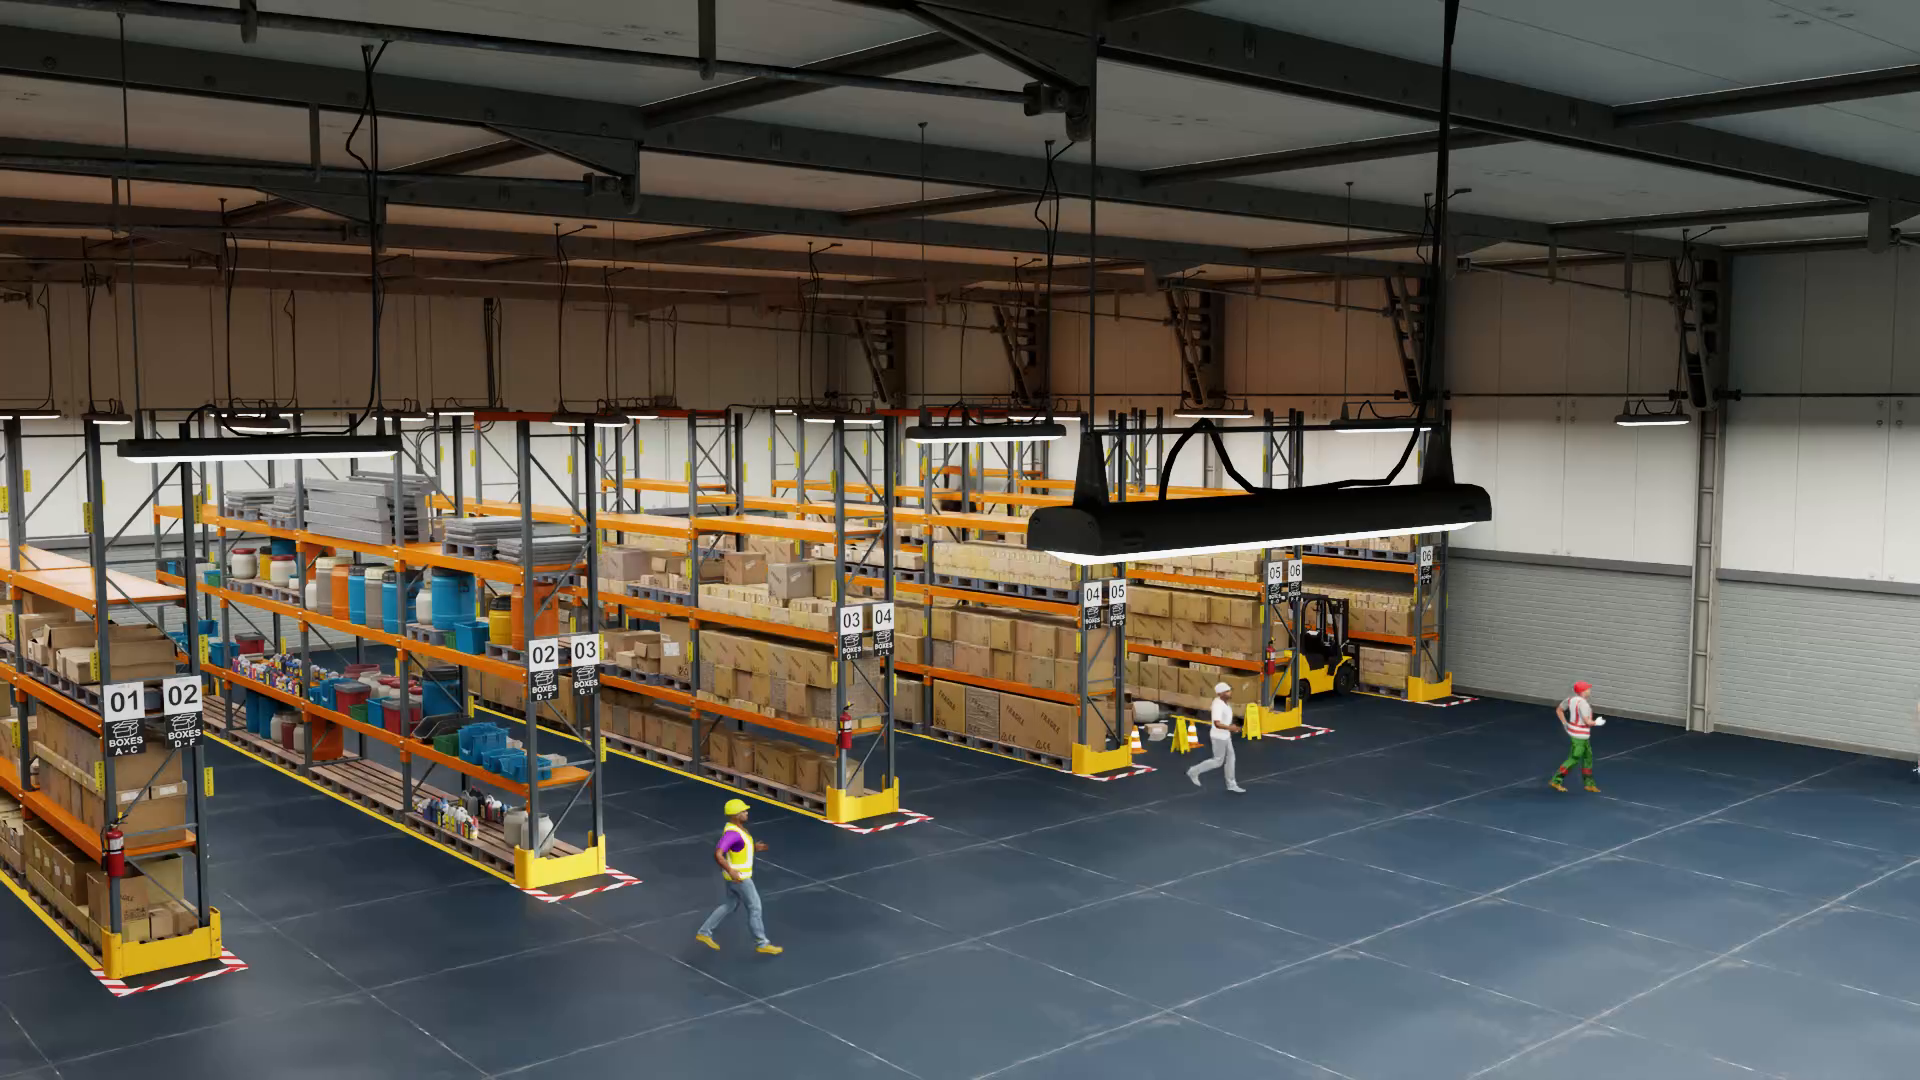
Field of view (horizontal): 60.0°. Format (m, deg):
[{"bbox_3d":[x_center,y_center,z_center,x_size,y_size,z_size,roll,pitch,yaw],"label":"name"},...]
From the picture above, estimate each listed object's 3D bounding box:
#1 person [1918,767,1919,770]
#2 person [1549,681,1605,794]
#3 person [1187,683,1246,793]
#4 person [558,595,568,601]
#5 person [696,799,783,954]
[{"bbox_3d":[15.945,3.131,26.704,0.948,1.641,0.578,4,7,41],"label":"person"},{"bbox_3d":[9.751,3.125,26.228,0.870,1.816,0.636,0,5,4],"label":"person"},{"bbox_3d":[4.101,3.138,26.460,0.927,1.766,0.709,1,5,14],"label":"person"},{"bbox_3d":[-9.335,2.106,38.754,0.640,1.656,0.613,-2,5,-22],"label":"person"},{"bbox_3d":[-2.486,3.776,18.664,0.969,1.759,0.702,-1,5,-13],"label":"person"}]
